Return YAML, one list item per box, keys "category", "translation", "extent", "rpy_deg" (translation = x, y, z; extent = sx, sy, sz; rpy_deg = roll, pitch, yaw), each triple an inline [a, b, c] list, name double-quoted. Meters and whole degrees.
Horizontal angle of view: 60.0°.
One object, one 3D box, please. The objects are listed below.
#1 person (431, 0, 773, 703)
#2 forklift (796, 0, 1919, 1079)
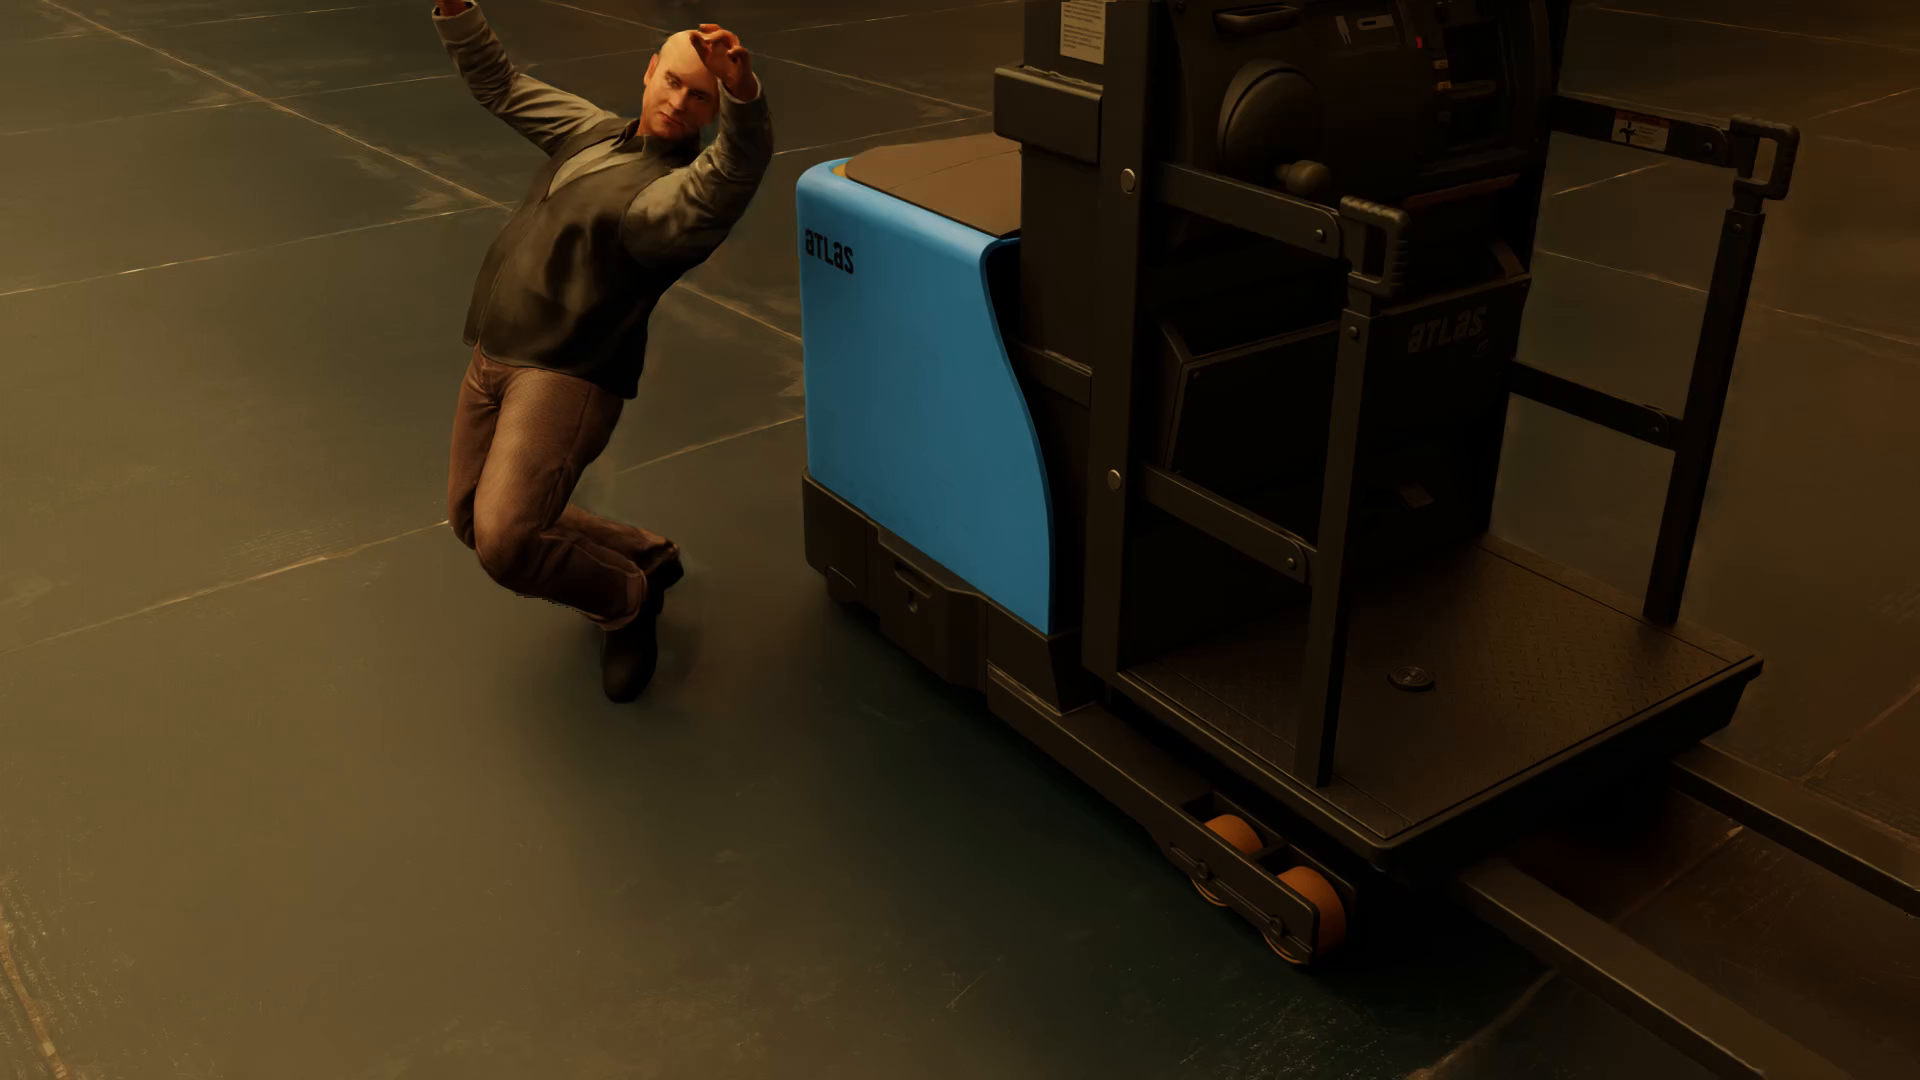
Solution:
- category: "person"
  translation: [-0.754, -0.422, 3.557]
  extent: [0.787, 1.626, 1.004]
  rpy_deg: [-19, 32, -33]
- category: "forklift"
  translation: [0.859, -0.801, 2.818]
  extent: [1.130, 2.935, 3.031]
  rpy_deg: [-17, 31, -31]
